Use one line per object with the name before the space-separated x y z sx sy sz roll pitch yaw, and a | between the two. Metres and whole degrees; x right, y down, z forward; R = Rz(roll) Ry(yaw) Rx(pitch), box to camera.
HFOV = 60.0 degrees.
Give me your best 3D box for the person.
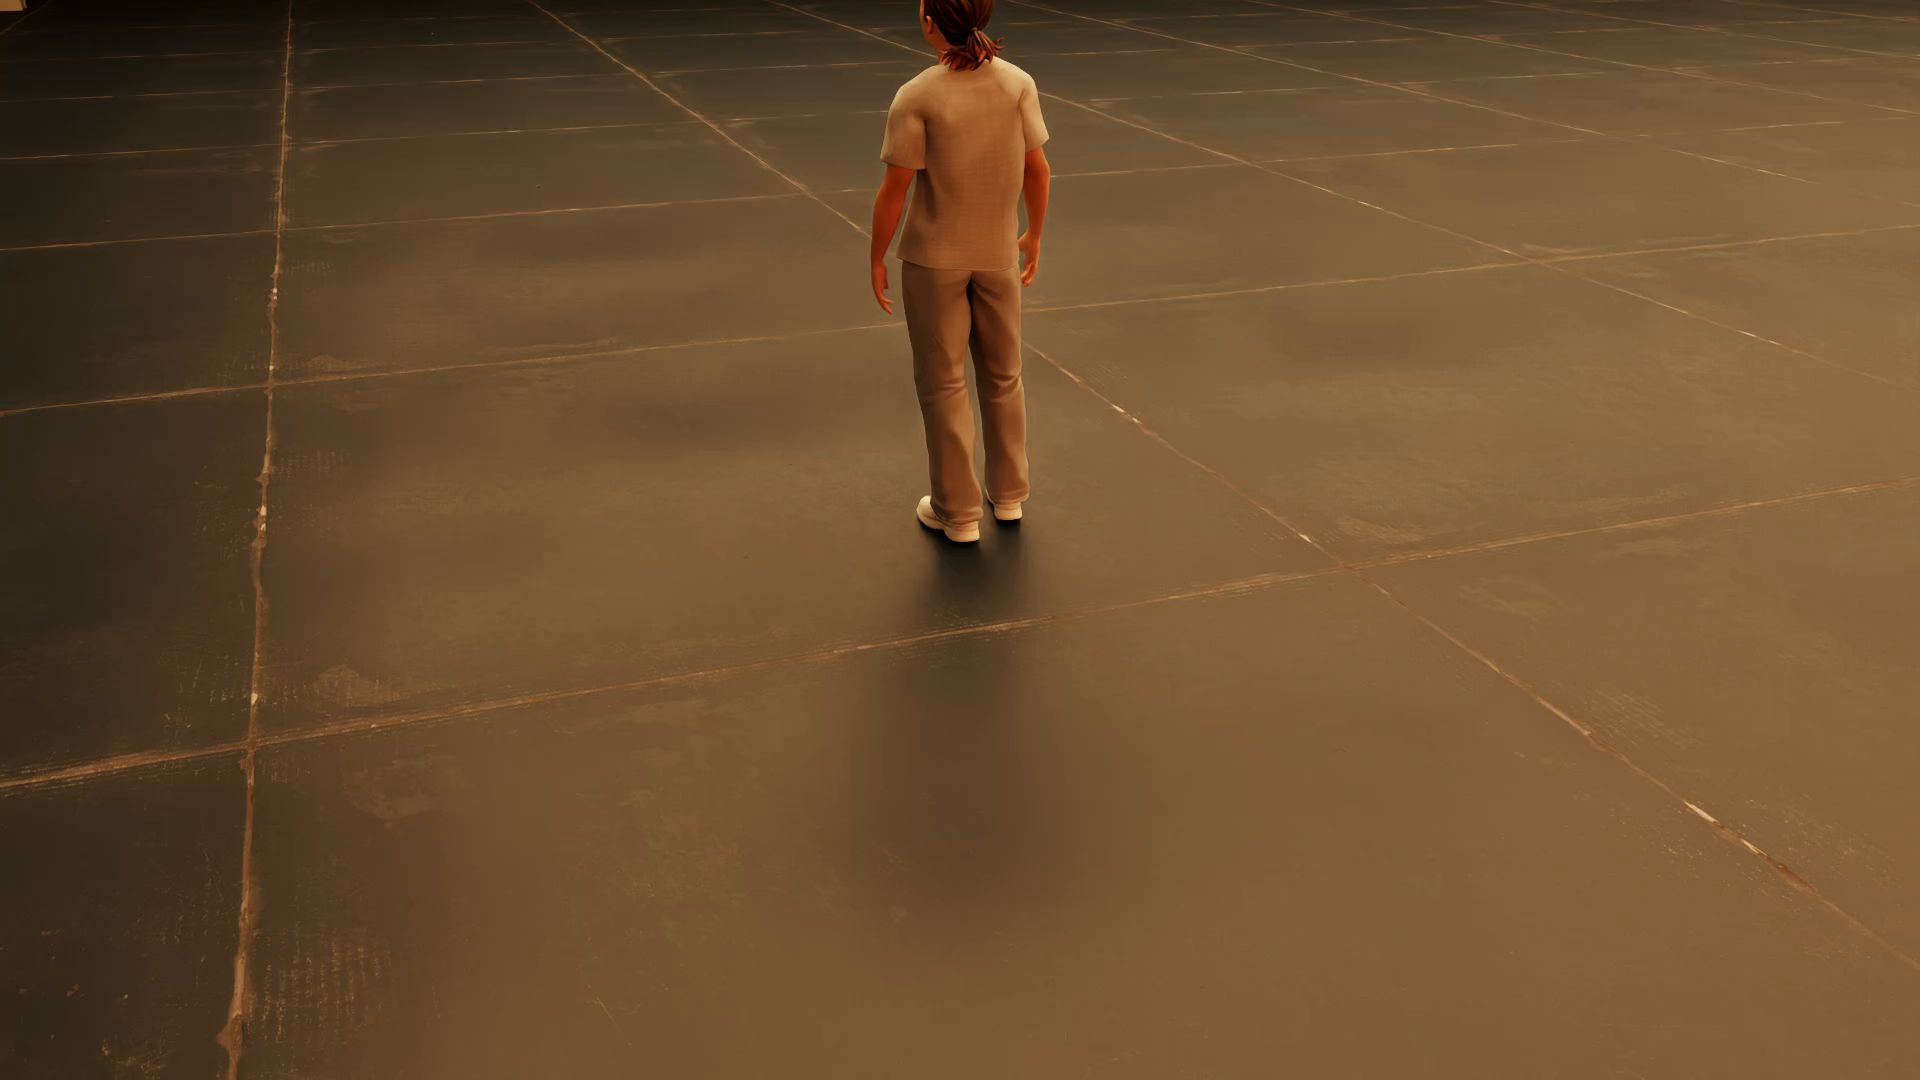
person | -0.012 -0.803 4.822 0.549 1.663 0.548 -8 24 -18
